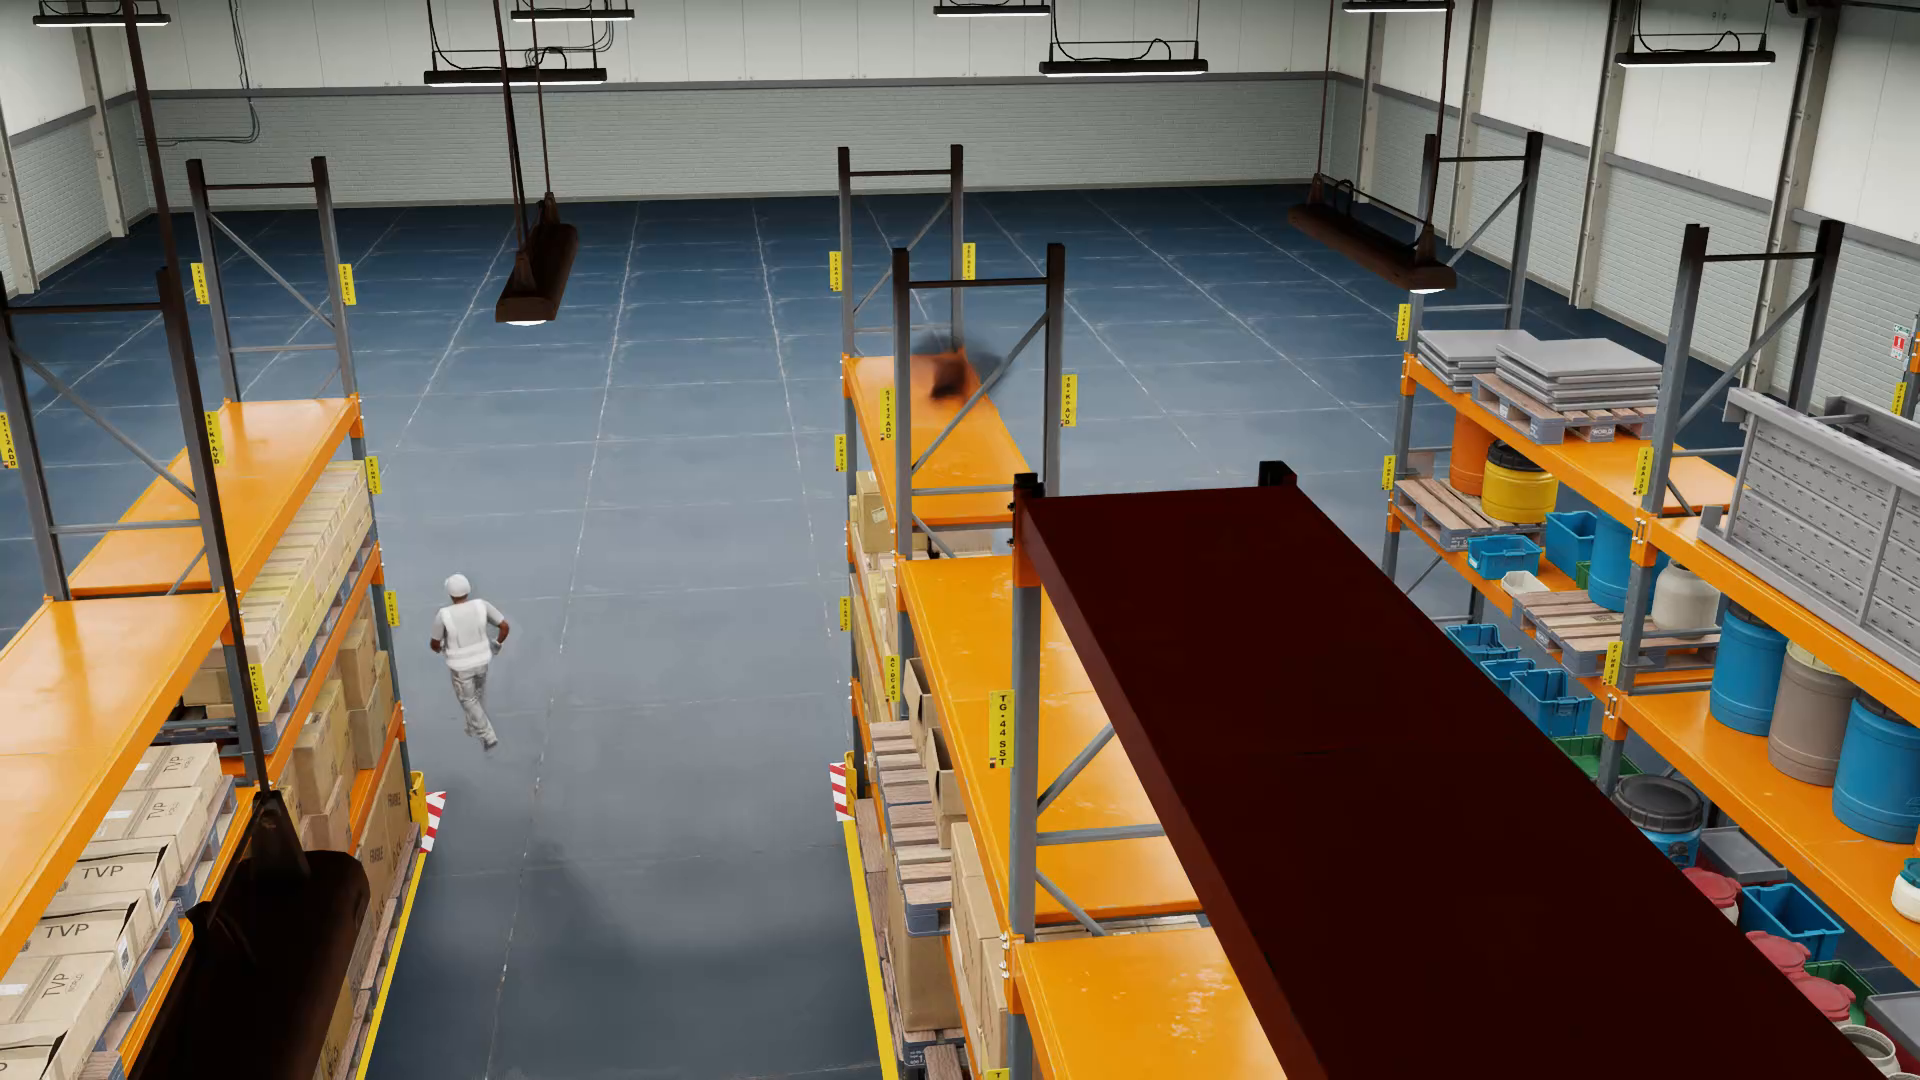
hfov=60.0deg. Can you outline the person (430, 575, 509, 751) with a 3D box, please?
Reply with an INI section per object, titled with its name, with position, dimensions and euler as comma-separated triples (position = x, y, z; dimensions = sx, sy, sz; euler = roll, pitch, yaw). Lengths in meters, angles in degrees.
[person]
position = -4.585, 1.164, 15.563
dimensions = 0.703, 1.789, 0.929
euler = -17, 27, -36
